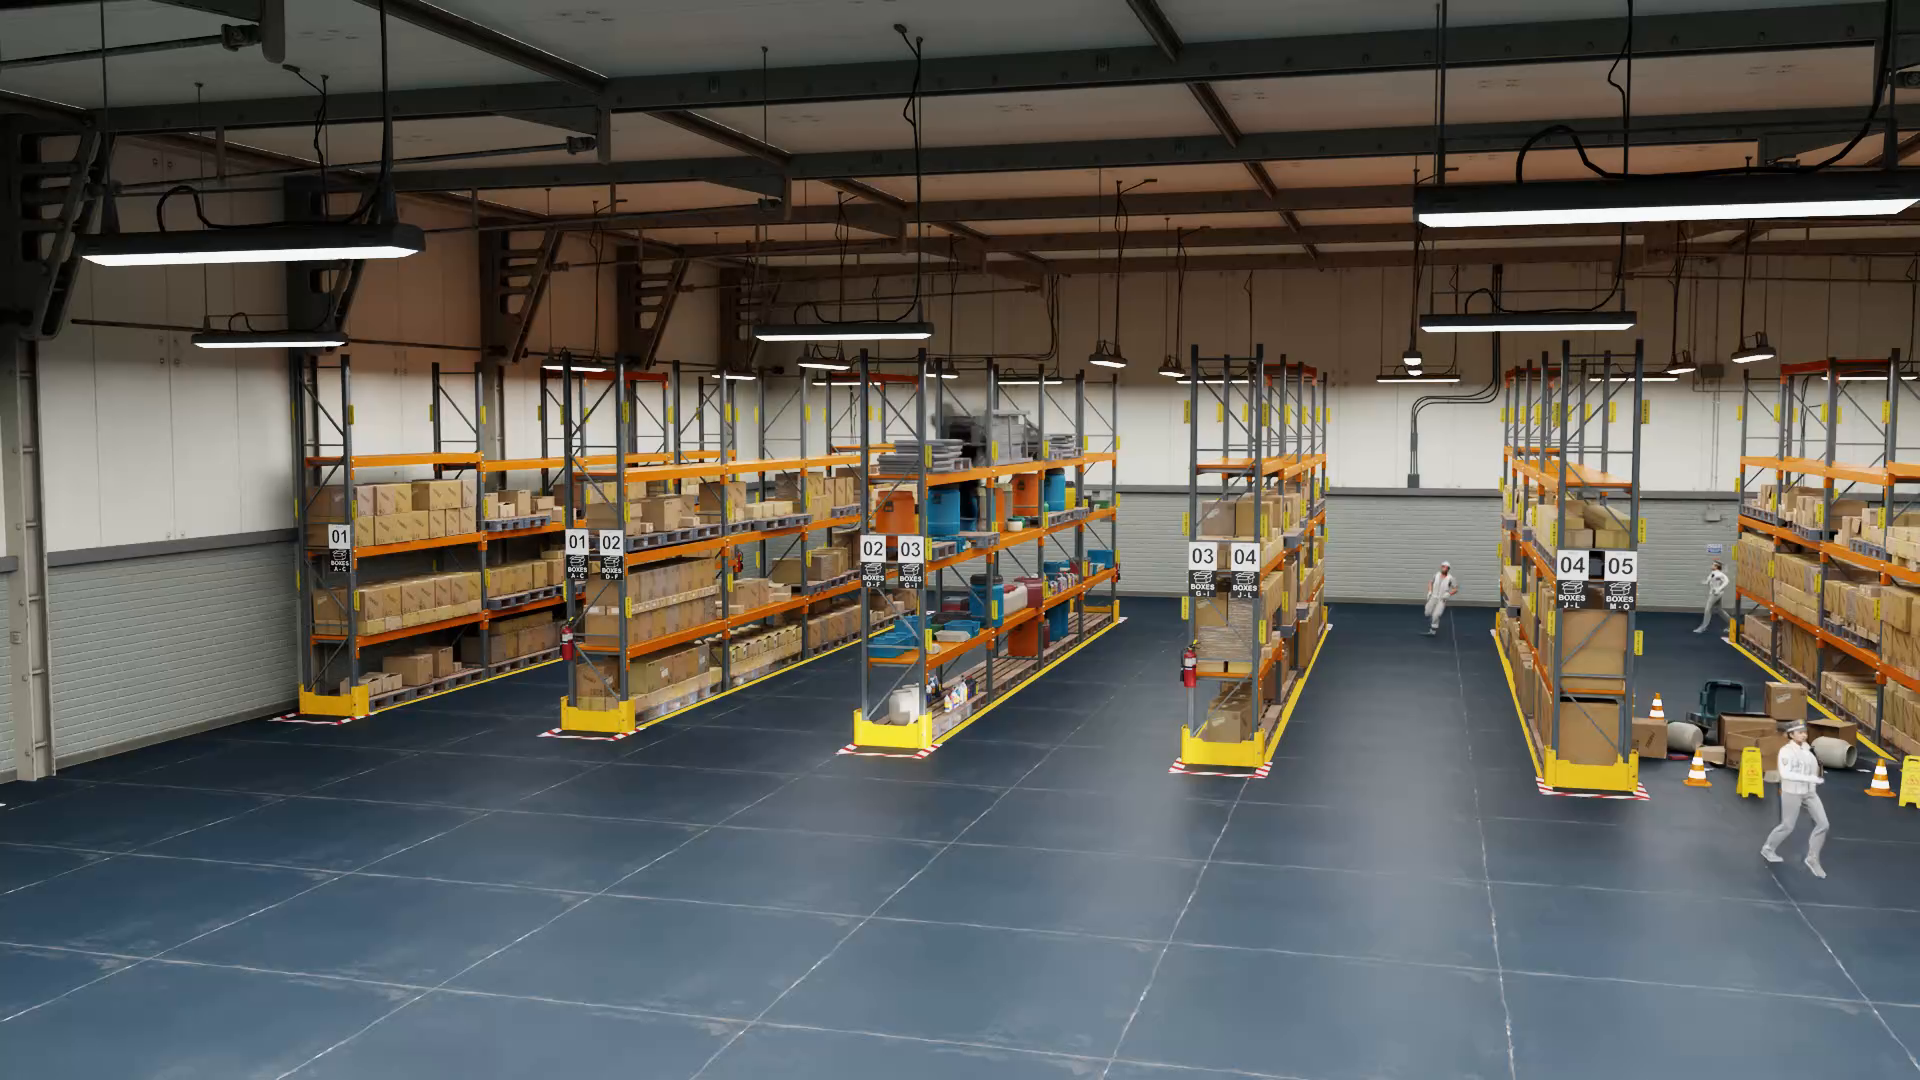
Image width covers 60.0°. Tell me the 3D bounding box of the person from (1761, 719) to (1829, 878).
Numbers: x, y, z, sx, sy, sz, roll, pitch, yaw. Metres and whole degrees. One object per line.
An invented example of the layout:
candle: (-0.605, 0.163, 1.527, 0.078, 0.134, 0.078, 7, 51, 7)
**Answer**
person: (9.209, 2.813, 18.283, 0.619, 1.722, 0.739, -2, 5, -22)

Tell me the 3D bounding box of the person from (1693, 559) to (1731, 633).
person: (17.244, 1.280, 37.955, 0.892, 1.711, 0.615, 2, 5, 21)

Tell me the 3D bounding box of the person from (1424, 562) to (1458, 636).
person: (10.852, 1.350, 37.518, 0.722, 1.706, 0.539, 4, 6, 40)
